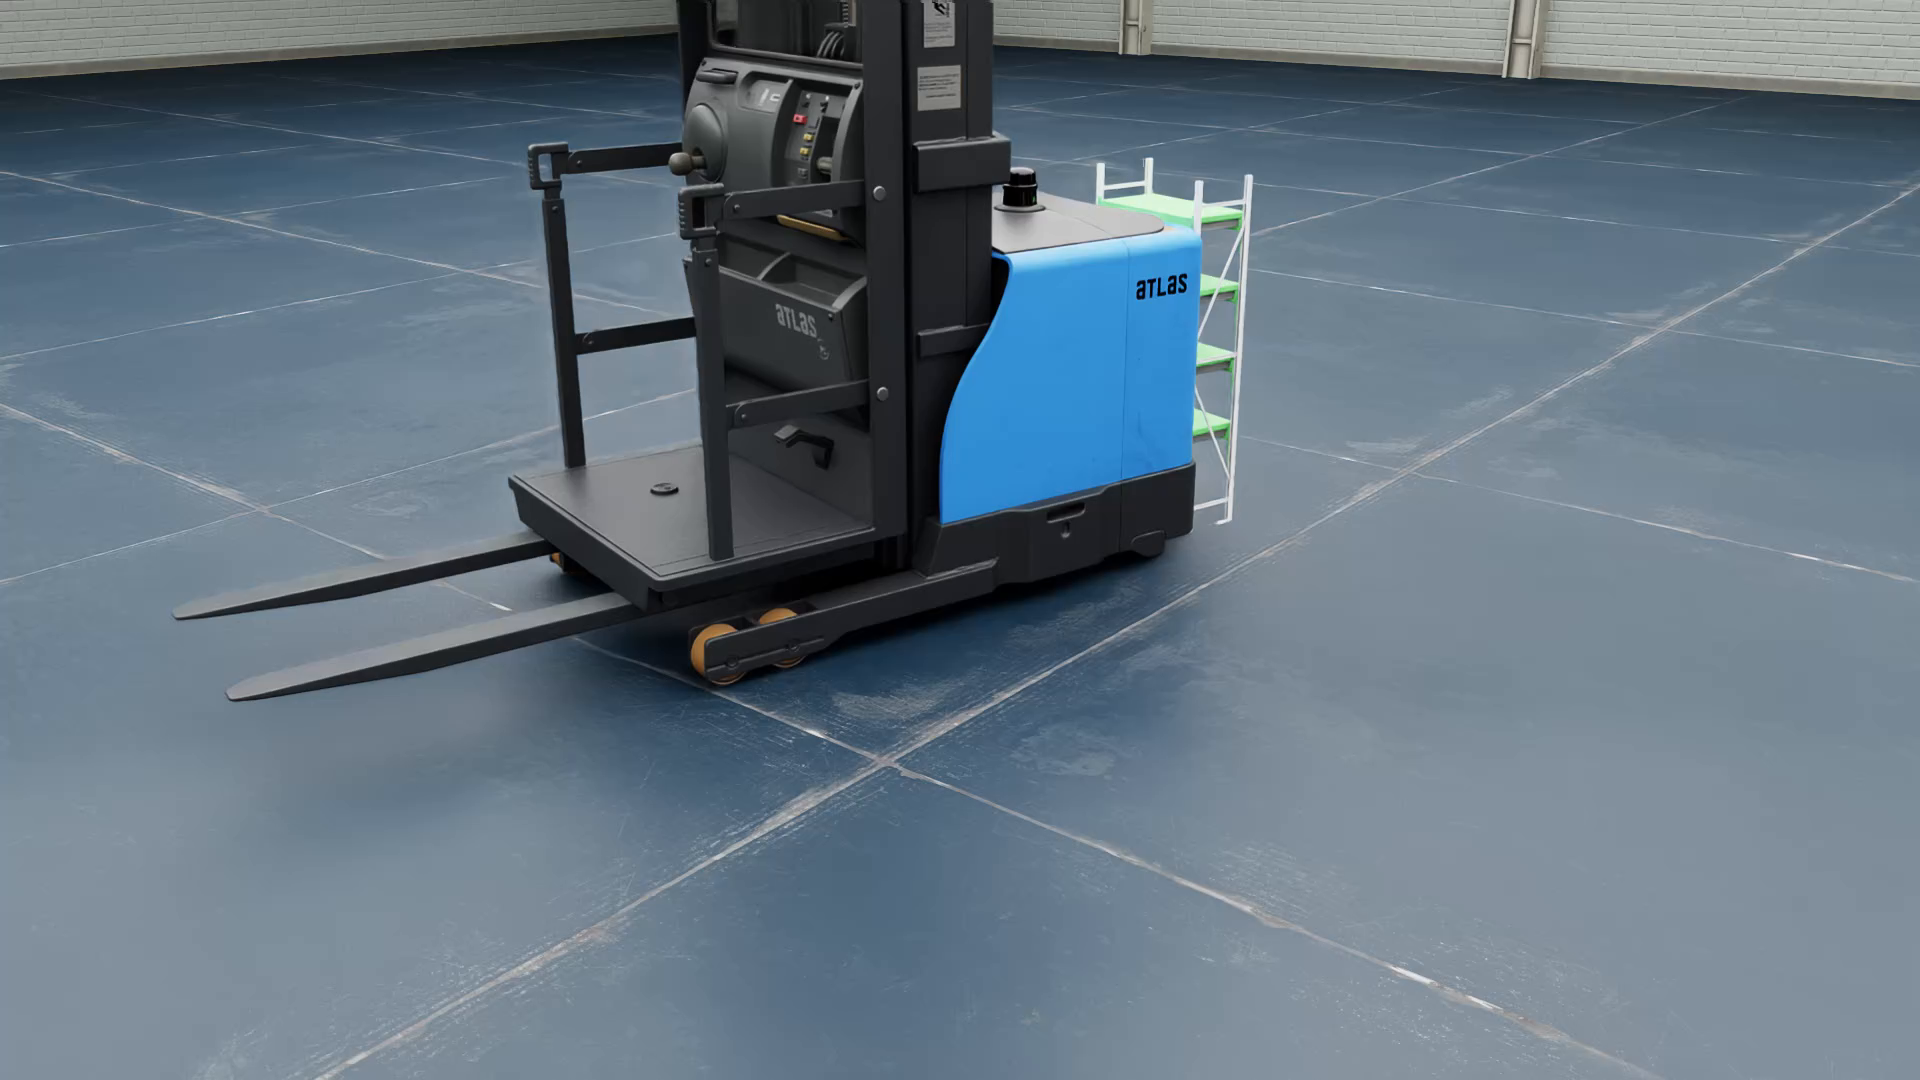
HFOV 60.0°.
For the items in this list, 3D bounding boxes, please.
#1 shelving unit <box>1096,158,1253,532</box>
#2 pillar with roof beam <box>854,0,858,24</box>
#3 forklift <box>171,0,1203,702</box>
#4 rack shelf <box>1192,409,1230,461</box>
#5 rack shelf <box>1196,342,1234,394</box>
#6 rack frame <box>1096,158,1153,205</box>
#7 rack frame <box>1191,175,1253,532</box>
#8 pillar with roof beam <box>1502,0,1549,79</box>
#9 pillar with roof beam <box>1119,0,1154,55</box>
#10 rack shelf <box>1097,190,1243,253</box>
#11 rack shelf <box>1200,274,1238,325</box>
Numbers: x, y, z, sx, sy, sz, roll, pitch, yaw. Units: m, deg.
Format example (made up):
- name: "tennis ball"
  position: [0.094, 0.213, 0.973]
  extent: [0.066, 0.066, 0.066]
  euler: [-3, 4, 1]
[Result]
- name: "shelving unit"
  position: [0.711, -0.675, 5.758]
  extent: [0.258, 1.200, 0.503]
  euler: [-14, 25, -33]
- name: "pillar with roof beam"
  position: [-4.719, -11.734, 24.031]
  extent: [0.400, 9.000, 9.100]
  euler: [16, 26, 36]
- name: "forklift"
  position: [-0.717, -1.181, 4.647]
  extent: [3.031, 2.935, 1.130]
  euler: [-14, 25, -33]
- name: "rack shelf"
  position: [0.710, -0.391, 5.865]
  extent: [0.258, 0.148, 0.480]
  euler: [-14, 25, -33]
- name: "rack shelf"
  position: [0.711, -0.615, 5.780]
  extent: [0.258, 0.148, 0.480]
  euler: [-14, 25, -33]
- name: "rack frame"
  position: [0.570, -0.745, 5.944]
  extent: [0.240, 1.200, 0.015]
  euler: [-14, 25, -33]
- name: "rack frame"
  position: [0.852, -0.605, 5.571]
  extent: [0.240, 1.200, 0.015]
  euler: [-14, 25, -33]
- name: "pillar with roof beam"
  position: [4.578, -9.057, 16.931]
  extent: [0.400, 9.000, 9.100]
  euler: [16, 26, 36]
- name: "pillar with roof beam"
  position: [-0.070, -10.395, 20.481]
  extent: [0.400, 9.000, 9.100]
  euler: [16, 26, 36]
- name: "rack shelf"
  position: [0.711, -1.064, 5.611]
  extent: [0.258, 0.148, 0.480]
  euler: [-14, 25, -33]
- name: "rack shelf"
  position: [0.711, -0.840, 5.695]
  extent: [0.258, 0.148, 0.480]
  euler: [-14, 25, -33]
